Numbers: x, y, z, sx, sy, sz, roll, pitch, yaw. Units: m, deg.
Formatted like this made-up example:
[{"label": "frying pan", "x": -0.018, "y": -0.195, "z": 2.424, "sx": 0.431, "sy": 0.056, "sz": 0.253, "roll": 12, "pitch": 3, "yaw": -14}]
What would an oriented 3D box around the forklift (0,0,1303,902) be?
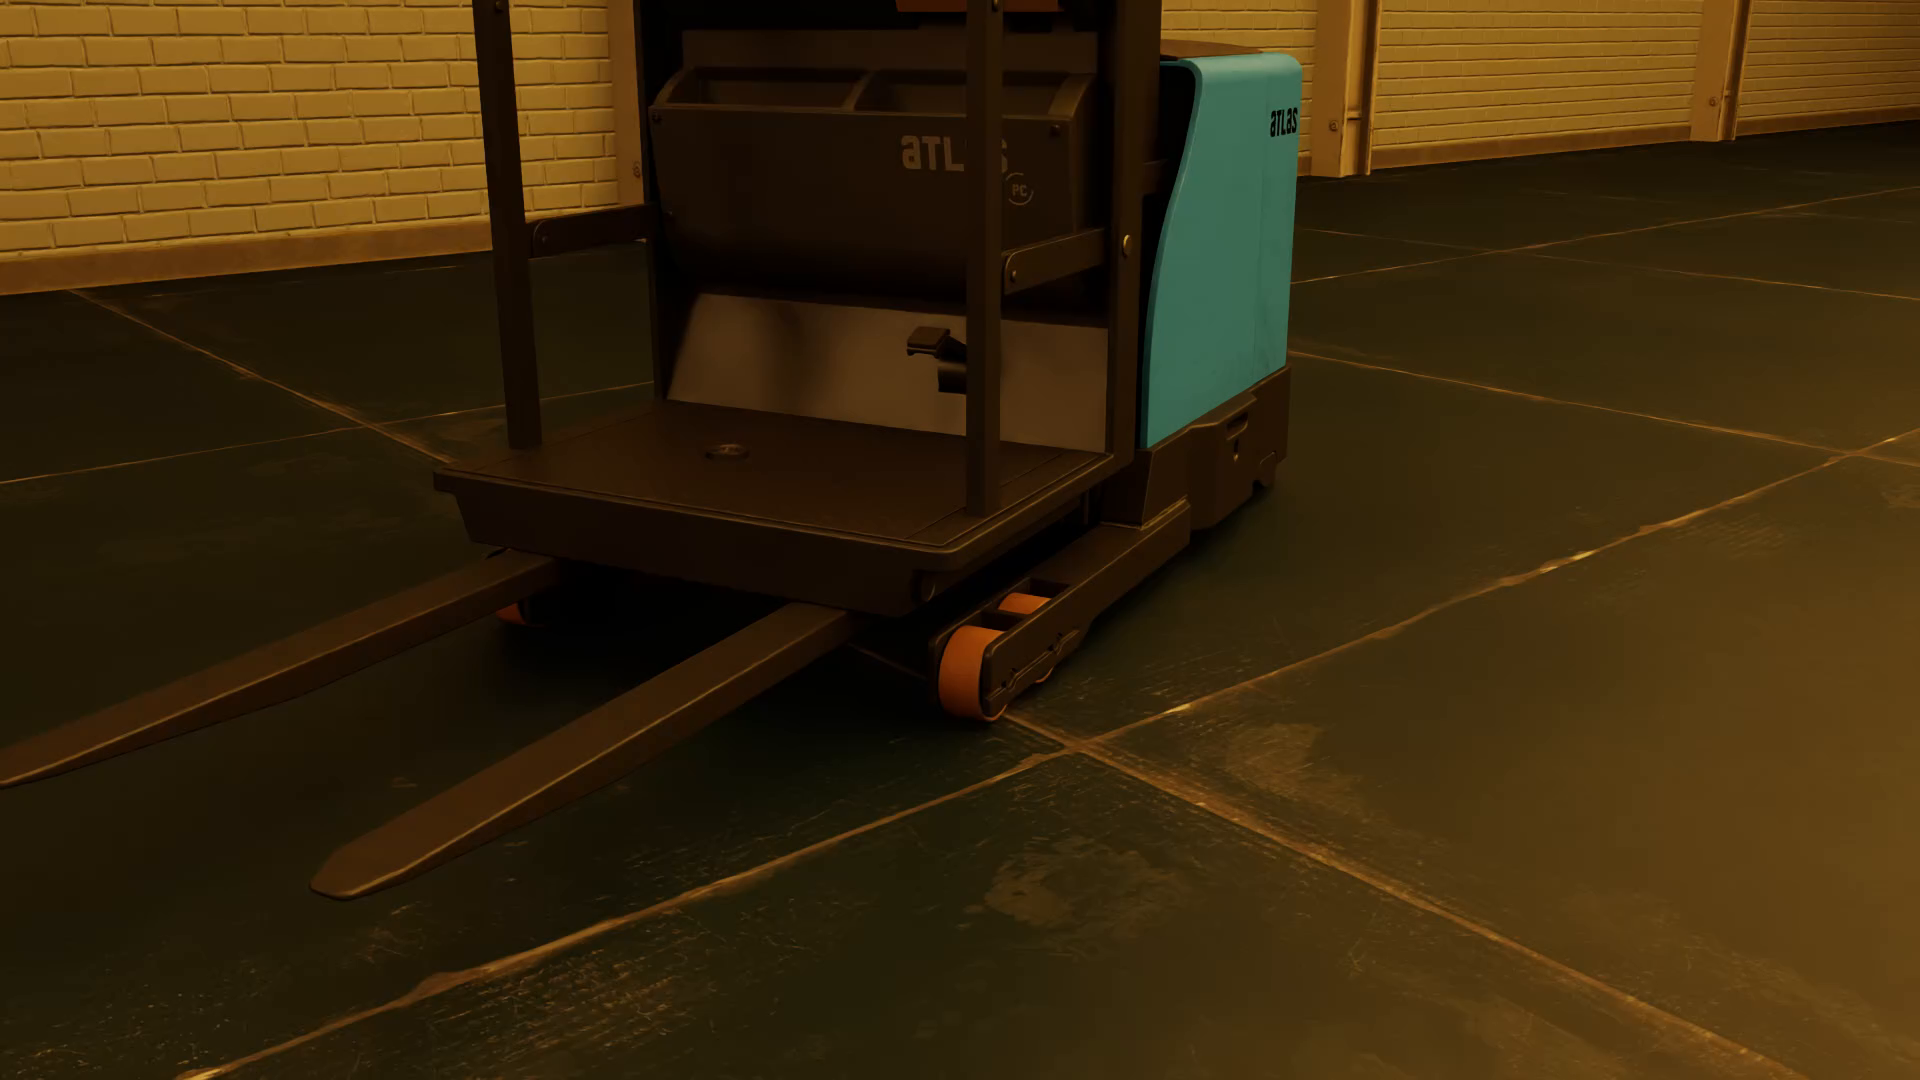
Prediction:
[{"label": "forklift", "x": -0.280, "y": -1.237, "z": 2.895, "sx": 1.130, "sy": 2.935, "sz": 3.031, "roll": 9, "pitch": 19, "yaw": 26}]
